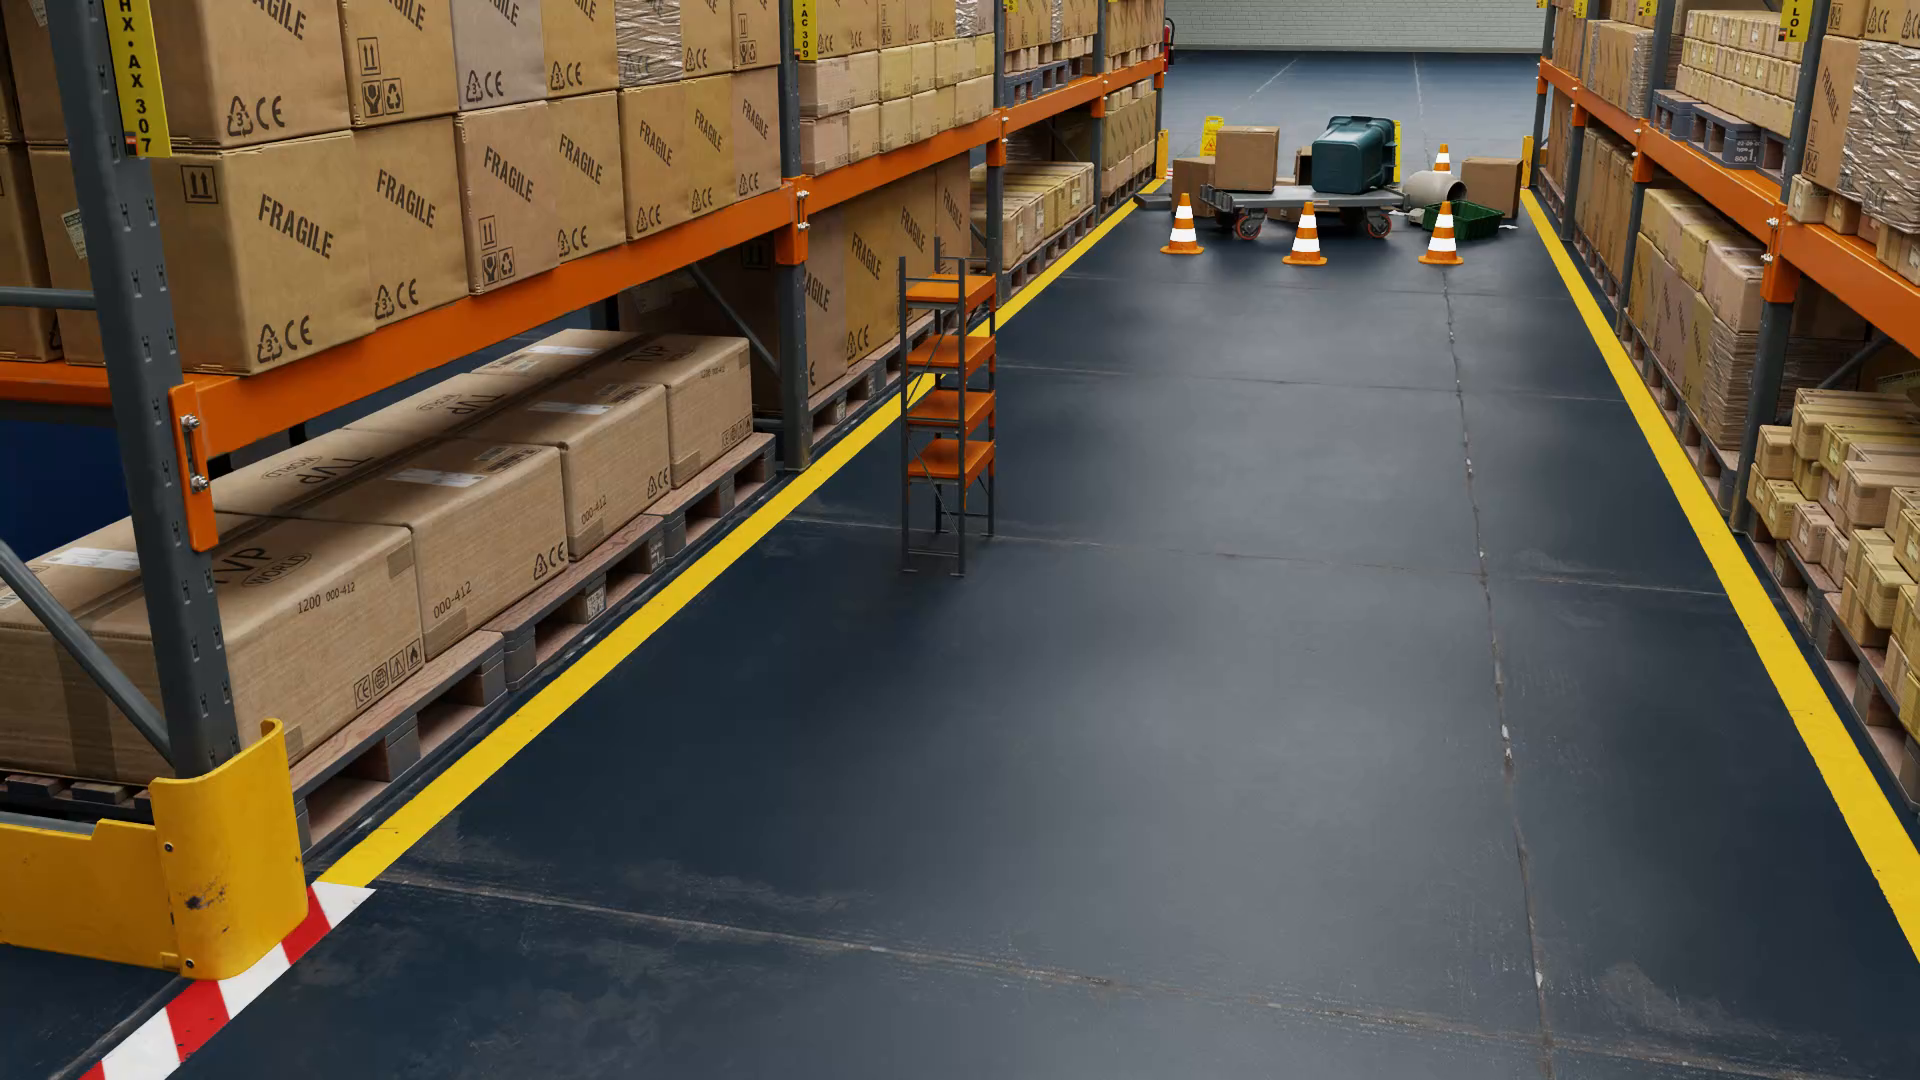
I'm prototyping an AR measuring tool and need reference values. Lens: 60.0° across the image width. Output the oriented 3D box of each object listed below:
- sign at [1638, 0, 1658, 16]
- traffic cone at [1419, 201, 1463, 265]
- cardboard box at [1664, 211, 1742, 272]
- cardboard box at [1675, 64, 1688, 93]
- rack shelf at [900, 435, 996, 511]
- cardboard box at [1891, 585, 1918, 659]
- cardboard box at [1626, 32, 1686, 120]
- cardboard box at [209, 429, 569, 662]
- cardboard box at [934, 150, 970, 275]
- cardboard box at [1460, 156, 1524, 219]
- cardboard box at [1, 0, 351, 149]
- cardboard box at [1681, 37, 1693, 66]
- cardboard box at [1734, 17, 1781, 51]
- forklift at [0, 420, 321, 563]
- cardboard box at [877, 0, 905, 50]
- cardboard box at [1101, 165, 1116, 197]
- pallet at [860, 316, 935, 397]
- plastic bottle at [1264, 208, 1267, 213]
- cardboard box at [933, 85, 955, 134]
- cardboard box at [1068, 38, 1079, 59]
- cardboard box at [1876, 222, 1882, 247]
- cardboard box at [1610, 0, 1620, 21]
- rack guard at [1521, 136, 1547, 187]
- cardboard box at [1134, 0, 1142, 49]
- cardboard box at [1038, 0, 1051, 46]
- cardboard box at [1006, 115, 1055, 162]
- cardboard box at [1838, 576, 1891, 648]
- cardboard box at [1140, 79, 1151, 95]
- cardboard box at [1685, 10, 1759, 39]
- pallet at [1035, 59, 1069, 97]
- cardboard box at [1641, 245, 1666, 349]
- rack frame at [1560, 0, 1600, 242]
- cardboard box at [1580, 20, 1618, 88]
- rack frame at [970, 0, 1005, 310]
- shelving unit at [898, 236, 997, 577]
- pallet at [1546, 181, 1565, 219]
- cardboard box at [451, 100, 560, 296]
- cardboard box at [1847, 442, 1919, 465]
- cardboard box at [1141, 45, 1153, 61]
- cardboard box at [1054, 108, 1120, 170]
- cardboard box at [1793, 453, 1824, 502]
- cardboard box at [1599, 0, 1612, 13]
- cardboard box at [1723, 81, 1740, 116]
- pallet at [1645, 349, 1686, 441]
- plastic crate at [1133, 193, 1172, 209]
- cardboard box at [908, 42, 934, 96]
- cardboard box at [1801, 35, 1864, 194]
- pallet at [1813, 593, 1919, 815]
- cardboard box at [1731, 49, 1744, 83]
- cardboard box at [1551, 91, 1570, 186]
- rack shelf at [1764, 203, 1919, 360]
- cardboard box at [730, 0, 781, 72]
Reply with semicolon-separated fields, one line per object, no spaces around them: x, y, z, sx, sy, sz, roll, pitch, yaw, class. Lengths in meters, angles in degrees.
4.074;-3.263;9.807;0.100;0.325;0.005;5;19;13;sign
3.799;-2.424;13.068;0.336;0.463;0.334;5;19;13;traffic cone
3.953;-1.532;8.591;0.500;0.250;0.500;5;19;14;cardboard box
4.308;-2.627;9.478;0.380;0.149;0.250;4;19;13;cardboard box
-0.040;-0.264;6.428;0.258;0.148;0.480;5;19;13;rack shelf
2.831;0.252;4.610;0.380;0.149;0.250;6;20;16;cardboard box
4.463;-2.882;10.329;0.500;0.500;0.500;5;19;13;cardboard box
-1.886;-0.012;5.397;0.875;0.438;0.875;5;20;15;cardboard box
-0.461;-2.014;10.582;0.875;0.875;0.875;4;19;13;cardboard box
4.975;-3.311;15.605;0.500;0.500;0.500;8;21;23;cardboard box
-1.773;-1.172;3.777;0.500;0.500;0.500;4;19;12;cardboard box
4.301;-2.757;9.397;0.380;0.149;0.250;6;20;16;cardboard box
3.928;-2.414;7.932;0.380;0.149;0.250;4;19;13;cardboard box
-3.182;-1.368;6.157;1.130;2.935;3.031;5;19;14;forklift
-0.580;-2.732;8.343;0.500;0.500;0.500;4;19;12;cardboard box
1.172;-3.346;15.447;0.500;0.250;0.500;4;19;11;cardboard box
-0.777;-1.089;9.550;1.003;0.211;1.213;5;19;13;pallet
2.900;-3.151;15.817;0.133;0.061;0.283;8;21;23;plastic bottle
-0.331;-2.463;9.490;0.500;0.250;0.500;4;19;13;cardboard box
0.739;-3.937;13.311;0.380;0.149;0.250;5;19;14;cardboard box
3.172;-0.977;5.296;0.380;0.149;0.250;4;19;11;cardboard box
5.475;-4.290;12.905;0.700;0.500;0.500;4;19;12;cardboard box
6.574;-4.004;17.637;1.175;0.500;0.348;5;19;13;rack guard
1.483;-5.064;16.259;0.500;0.500;0.500;5;19;14;cardboard box
0.367;-3.872;12.117;0.500;0.500;0.500;5;19;14;cardboard box
0.650;-3.744;15.452;0.500;0.500;0.500;4;19;13;cardboard box
2.958;0.231;5.132;0.380;0.149;0.250;4;19;12;cardboard box
1.776;-4.706;17.265;0.380;0.149;0.250;5;20;15;cardboard box
4.311;-2.902;9.363;0.380;0.149;0.250;5;19;13;cardboard box
0.233;-3.564;12.778;1.003;0.211;1.213;5;19;13;pallet
4.074;-1.328;9.153;0.500;0.500;0.500;5;19;14;cardboard box
5.591;-3.926;13.540;1.000;3.000;0.127;5;19;13;rack frame
5.201;-3.829;13.103;0.500;0.500;0.500;5;19;14;cardboard box
-0.211;-3.031;10.921;1.000;3.000;0.127;5;19;13;rack frame
-0.040;-0.516;6.342;0.258;1.200;0.503;5;19;13;shelving unit
6.148;-3.222;15.793;1.003;0.211;1.213;5;19;13;pallet
-1.532;-1.017;4.871;0.500;0.500;0.500;5;19;13;cardboard box
3.171;-0.209;5.500;0.380;0.149;0.250;4;19;12;cardboard box
1.788;-5.036;17.179;0.380;0.149;0.250;5;19;14;cardboard box
1.172;-3.701;15.326;0.500;0.500;0.500;6;20;16;cardboard box
3.262;-0.234;6.032;0.380;0.149;0.250;5;19;14;cardboard box
5.714;-4.620;13.672;0.875;0.550;0.550;5;19;13;cardboard box
3.921;-2.130;8.023;0.380;0.149;0.250;4;19;12;cardboard box
4.121;-0.726;8.487;1.003;0.211;1.213;5;19;13;pallet
1.945;-3.331;16.315;0.402;0.080;0.583;-2;19;-6;plastic crate
-0.437;-2.539;8.939;0.500;0.250;0.500;4;19;12;cardboard box
3.271;-1.471;5.738;0.500;0.500;0.500;4;19;12;cardboard box
3.210;0.498;4.902;1.003;0.211;1.213;5;19;13;pallet
3.925;-2.268;7.966;0.380;0.149;0.250;5;20;15;cardboard box
6.253;-3.879;16.041;0.875;0.875;0.875;4;19;13;cardboard box
3.147;-0.451;4.480;1.077;0.370;4.000;5;19;13;rack shelf
-1.036;-2.128;6.576;0.500;0.500;0.500;4;19;13;cardboard box
